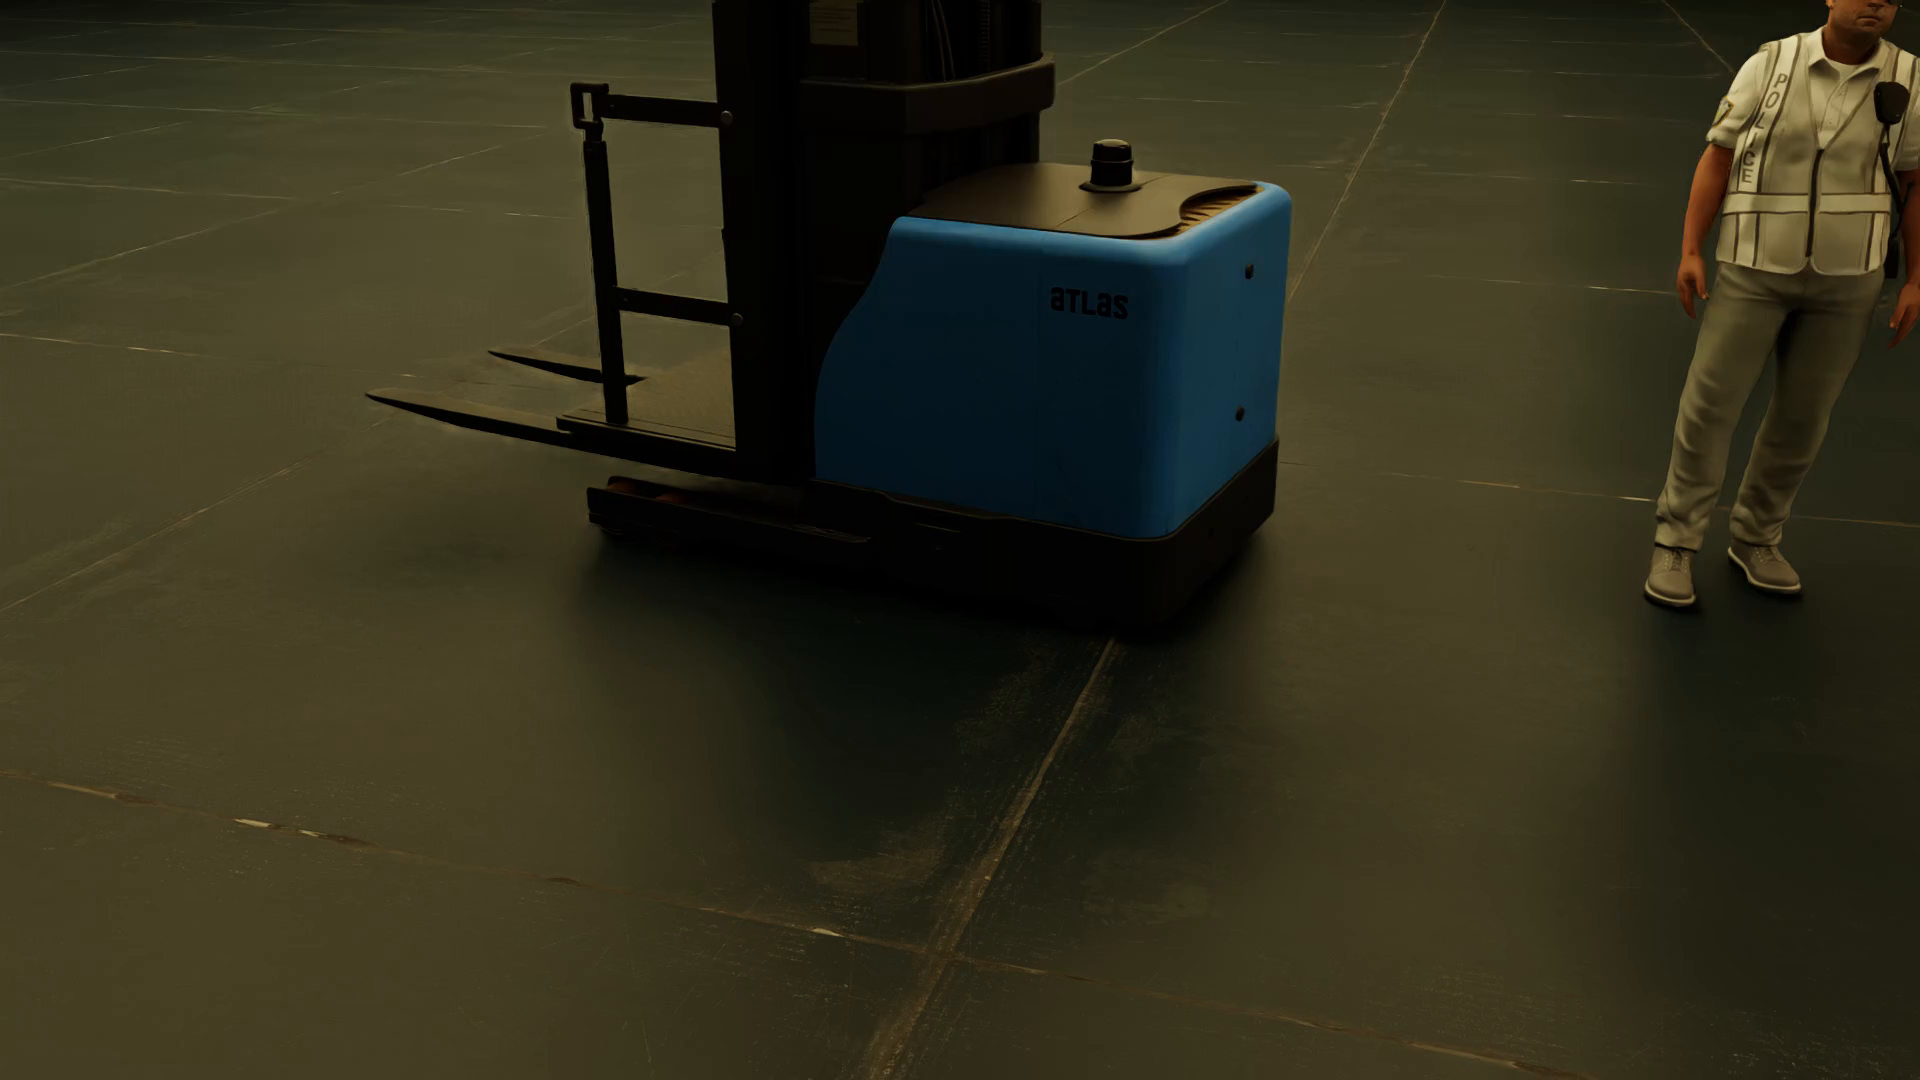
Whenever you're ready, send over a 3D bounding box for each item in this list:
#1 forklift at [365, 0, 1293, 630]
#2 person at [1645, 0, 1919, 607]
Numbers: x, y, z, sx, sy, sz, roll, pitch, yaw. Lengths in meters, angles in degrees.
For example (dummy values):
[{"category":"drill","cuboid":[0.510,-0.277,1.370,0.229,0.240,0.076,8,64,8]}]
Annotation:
[{"category":"forklift","cuboid":[-0.571,-1.498,4.907,3.031,2.935,1.130,11,25,26]},{"category":"person","cuboid":[2.281,-0.703,4.497,0.627,1.779,0.619,8,24,19]}]
